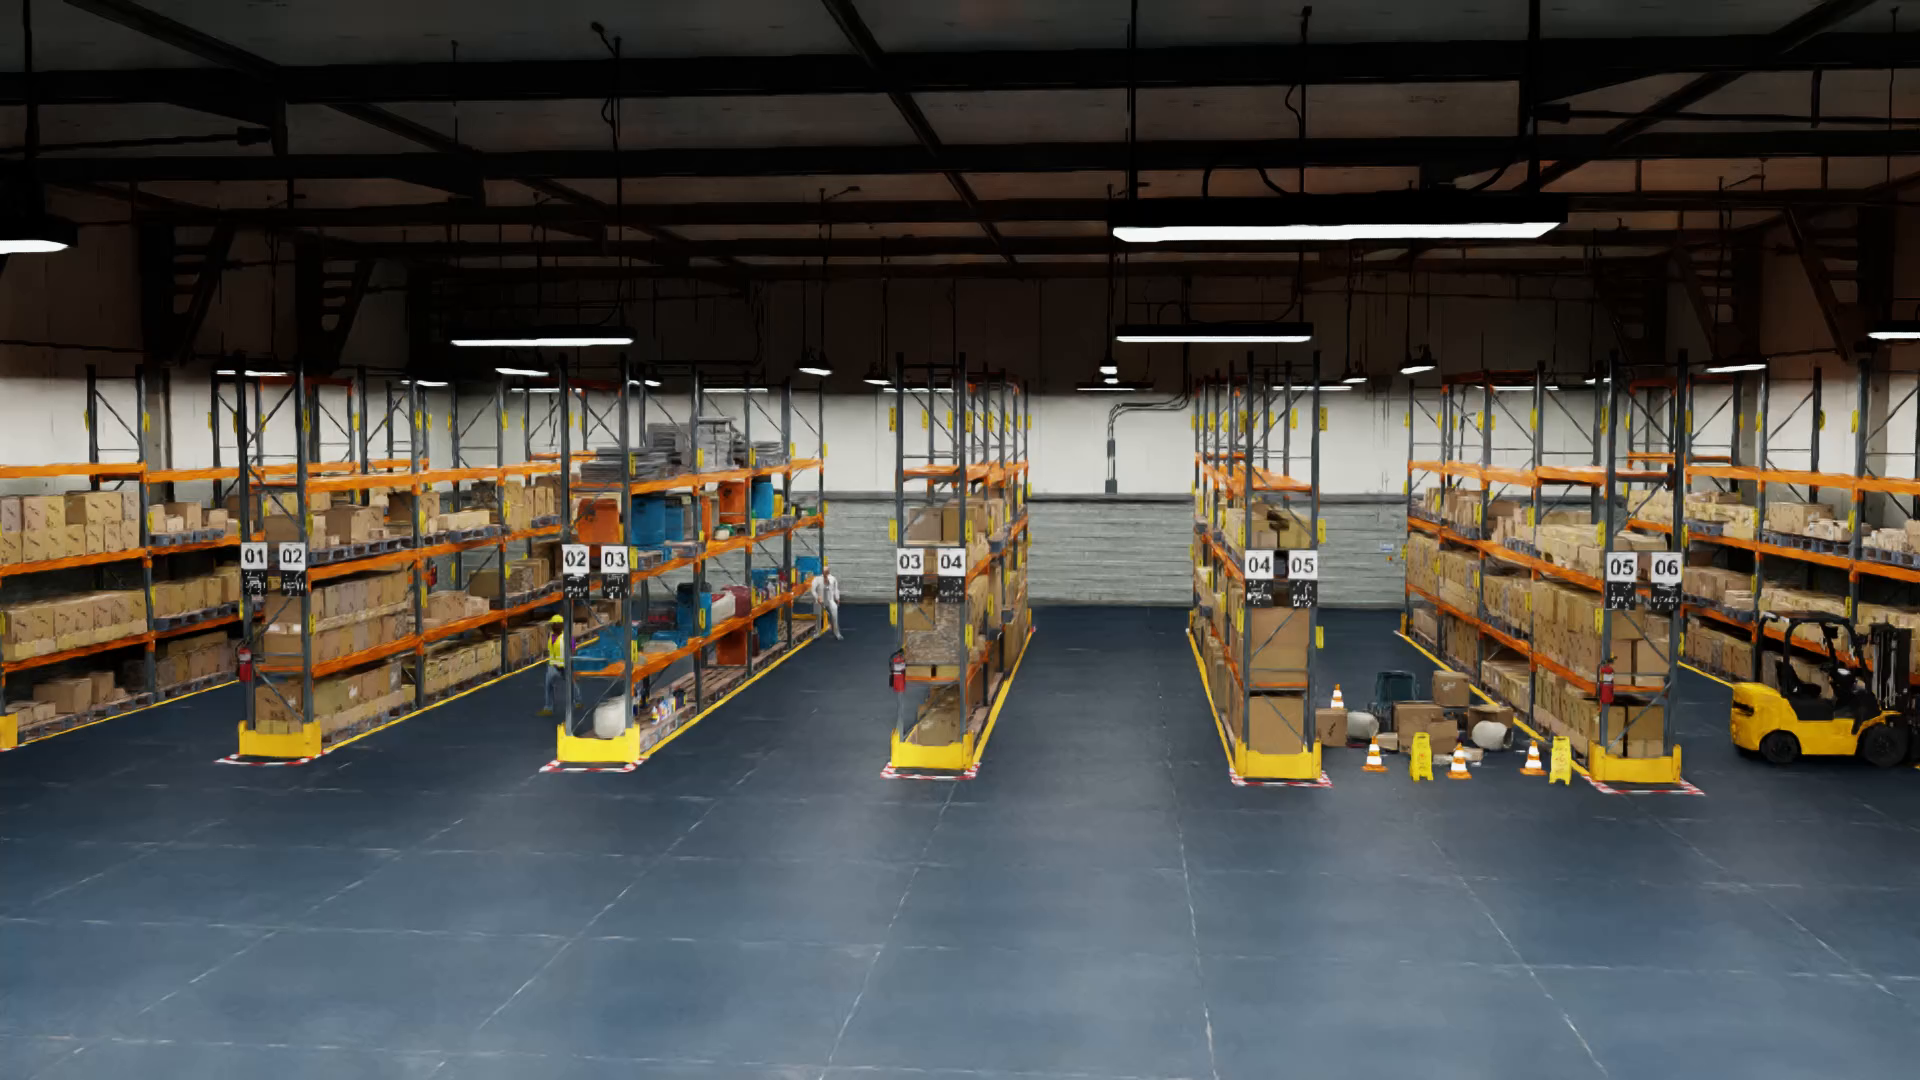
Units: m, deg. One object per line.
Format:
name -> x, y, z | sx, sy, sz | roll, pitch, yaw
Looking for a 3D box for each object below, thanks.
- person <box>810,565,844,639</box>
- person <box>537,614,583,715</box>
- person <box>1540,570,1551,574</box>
person -> -3.091, 1.426, 38.153 | 0.737, 1.712, 0.889 | -1, 4, -12
person -> -6.815, 2.121, 28.469 | 0.603, 1.728, 0.939 | 2, 4, 22
person -> 14.680, 1.214, 41.430 | 0.443, 1.667, 0.608 | -2, 5, -26
